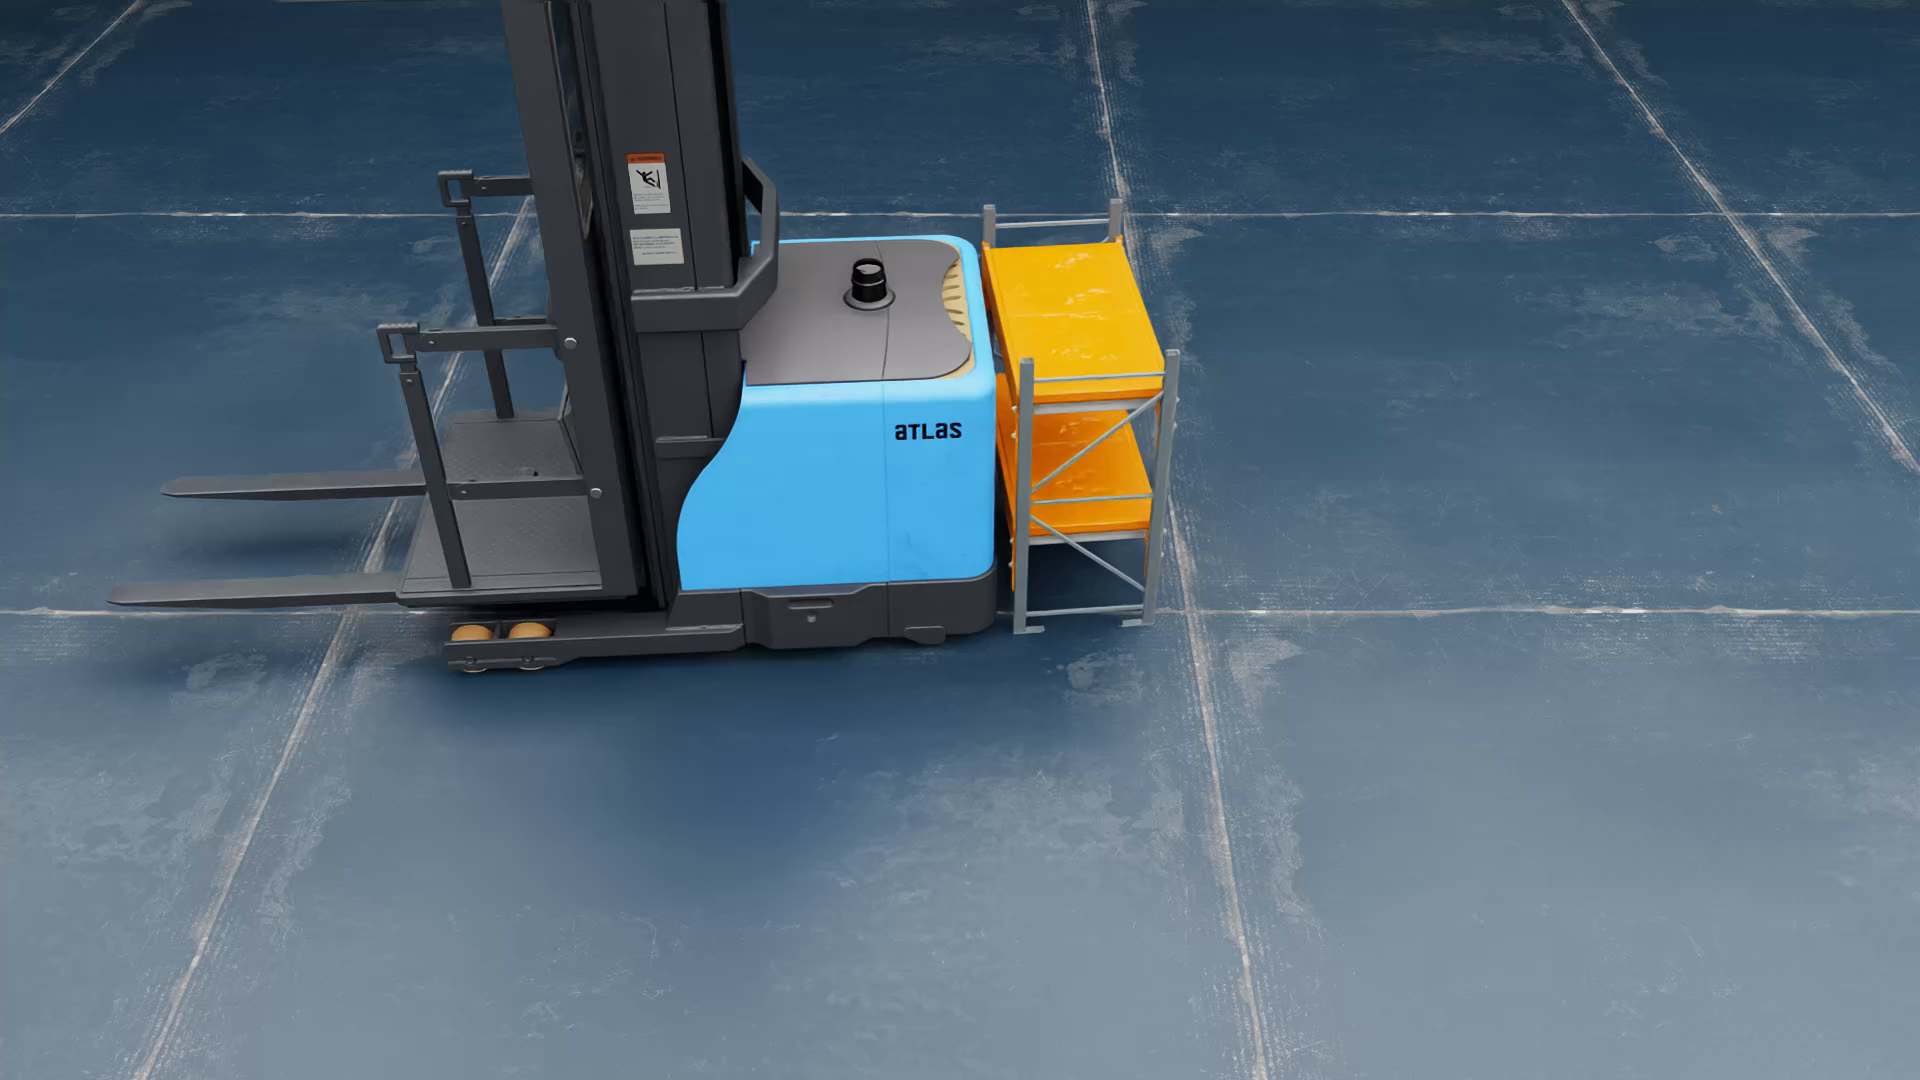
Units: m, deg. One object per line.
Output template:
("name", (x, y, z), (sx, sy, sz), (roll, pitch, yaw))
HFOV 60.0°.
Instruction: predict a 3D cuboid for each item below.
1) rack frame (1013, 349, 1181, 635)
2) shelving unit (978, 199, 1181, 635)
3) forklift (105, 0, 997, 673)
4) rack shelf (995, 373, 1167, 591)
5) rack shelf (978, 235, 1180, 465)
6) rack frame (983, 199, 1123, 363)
("rack frame", (0.436, -0.132, 5.515), (0.500, 1.125, 0.032), (-4, 39, -5))
("shelving unit", (0.384, -0.448, 5.910), (0.538, 1.125, 1.048), (-4, 39, -5))
("forklift", (-1.413, -1.034, 5.196), (3.031, 2.935, 1.130), (-2, 39, -3))
("rack shelf", (0.384, -0.257, 6.063), (0.538, 0.278, 1.000), (-4, 39, -5))
("rack shelf", (0.384, -0.677, 5.727), (0.538, 0.278, 1.000), (-4, 39, -5))
("rack frame", (0.333, -0.765, 6.304), (0.500, 1.125, 0.032), (-4, 39, -5))
